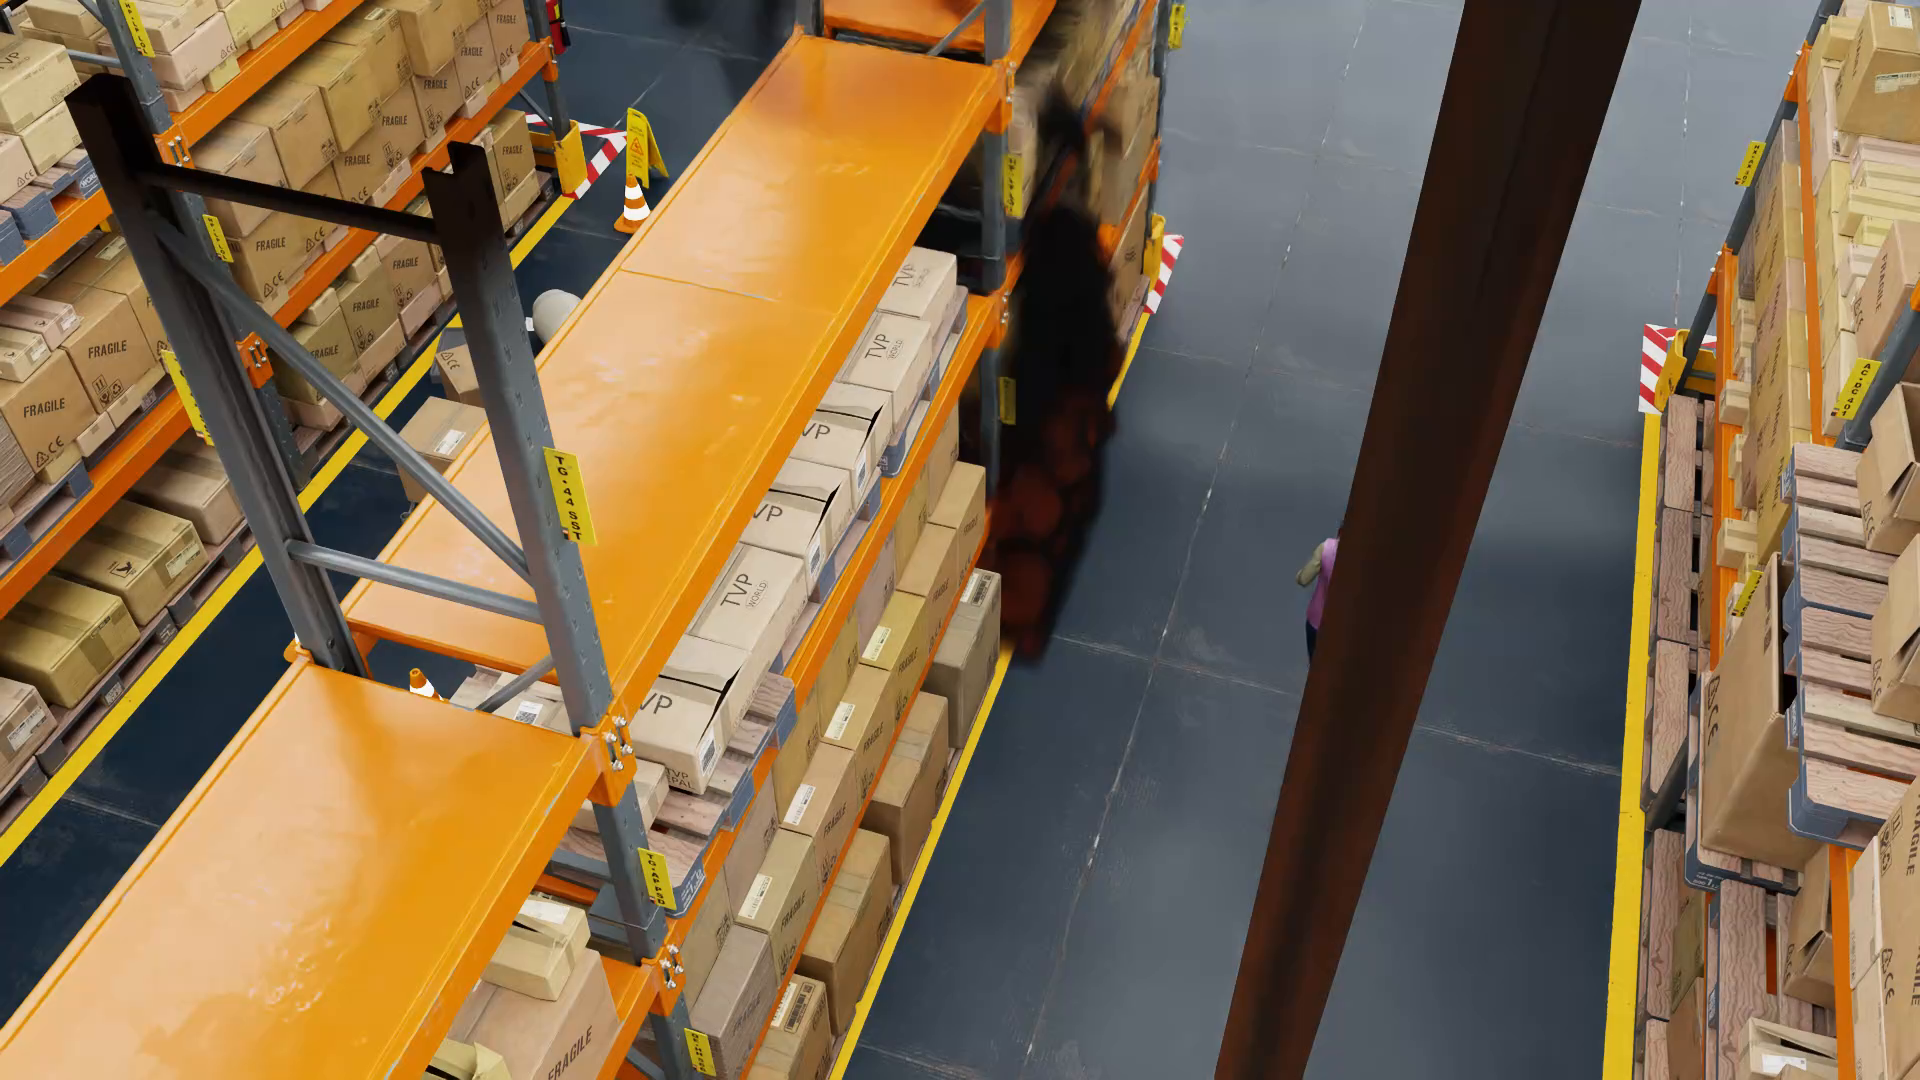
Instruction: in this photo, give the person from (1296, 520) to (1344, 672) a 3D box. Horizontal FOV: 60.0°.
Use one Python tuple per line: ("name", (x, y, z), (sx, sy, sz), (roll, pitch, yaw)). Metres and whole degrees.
("person", (2.093, 0.423, 9.221), (0.538, 1.612, 0.625), (5, 46, 5))
